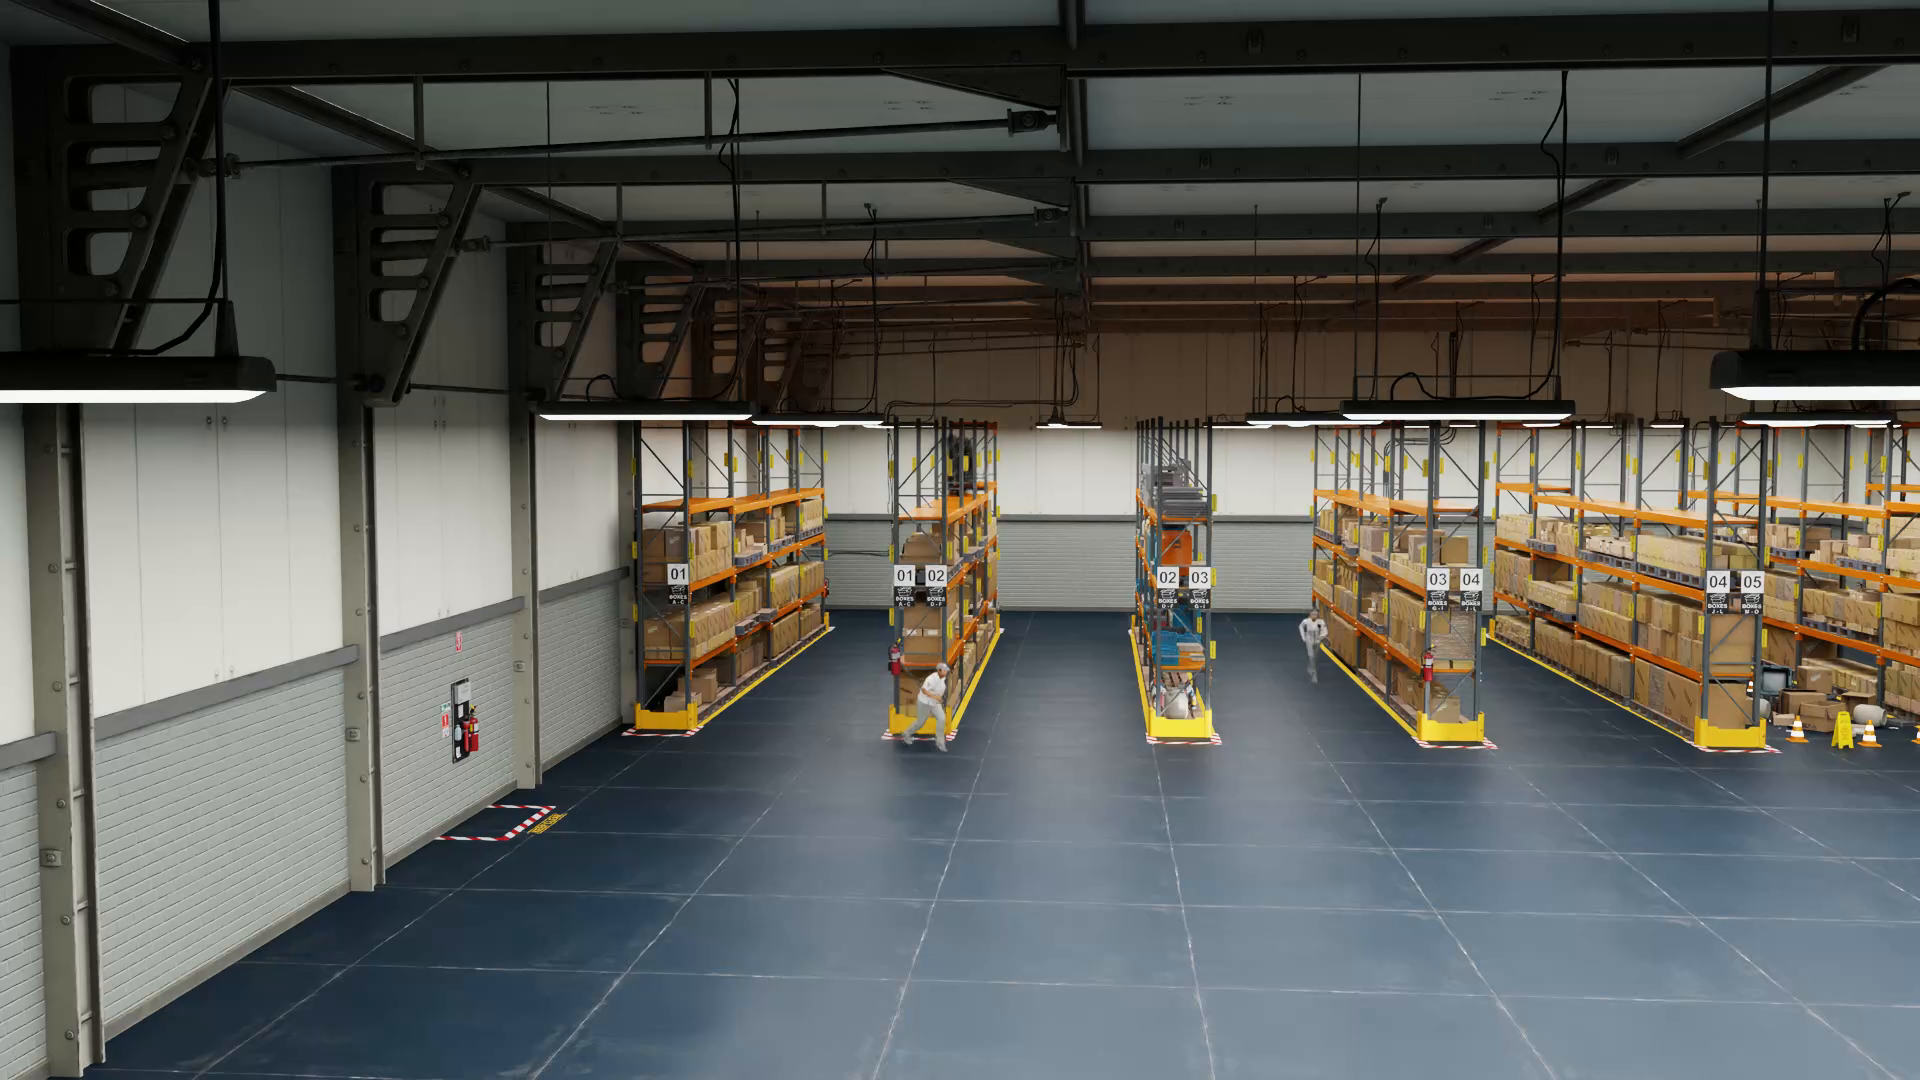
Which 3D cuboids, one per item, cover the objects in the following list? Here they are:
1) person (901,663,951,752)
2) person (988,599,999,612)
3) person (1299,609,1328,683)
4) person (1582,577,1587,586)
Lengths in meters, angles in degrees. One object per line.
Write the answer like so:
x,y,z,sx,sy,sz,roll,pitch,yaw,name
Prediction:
-0.599,2.999,29.993,1.028,1.641,0.641,2,4,31,person
0.830,1.693,48.398,0.593,1.740,0.735,1,4,15,person
8.145,2.396,38.344,0.617,1.687,1.037,0,4,1,person
16.853,1.890,45.030,0.688,1.803,0.916,0,4,-6,person
